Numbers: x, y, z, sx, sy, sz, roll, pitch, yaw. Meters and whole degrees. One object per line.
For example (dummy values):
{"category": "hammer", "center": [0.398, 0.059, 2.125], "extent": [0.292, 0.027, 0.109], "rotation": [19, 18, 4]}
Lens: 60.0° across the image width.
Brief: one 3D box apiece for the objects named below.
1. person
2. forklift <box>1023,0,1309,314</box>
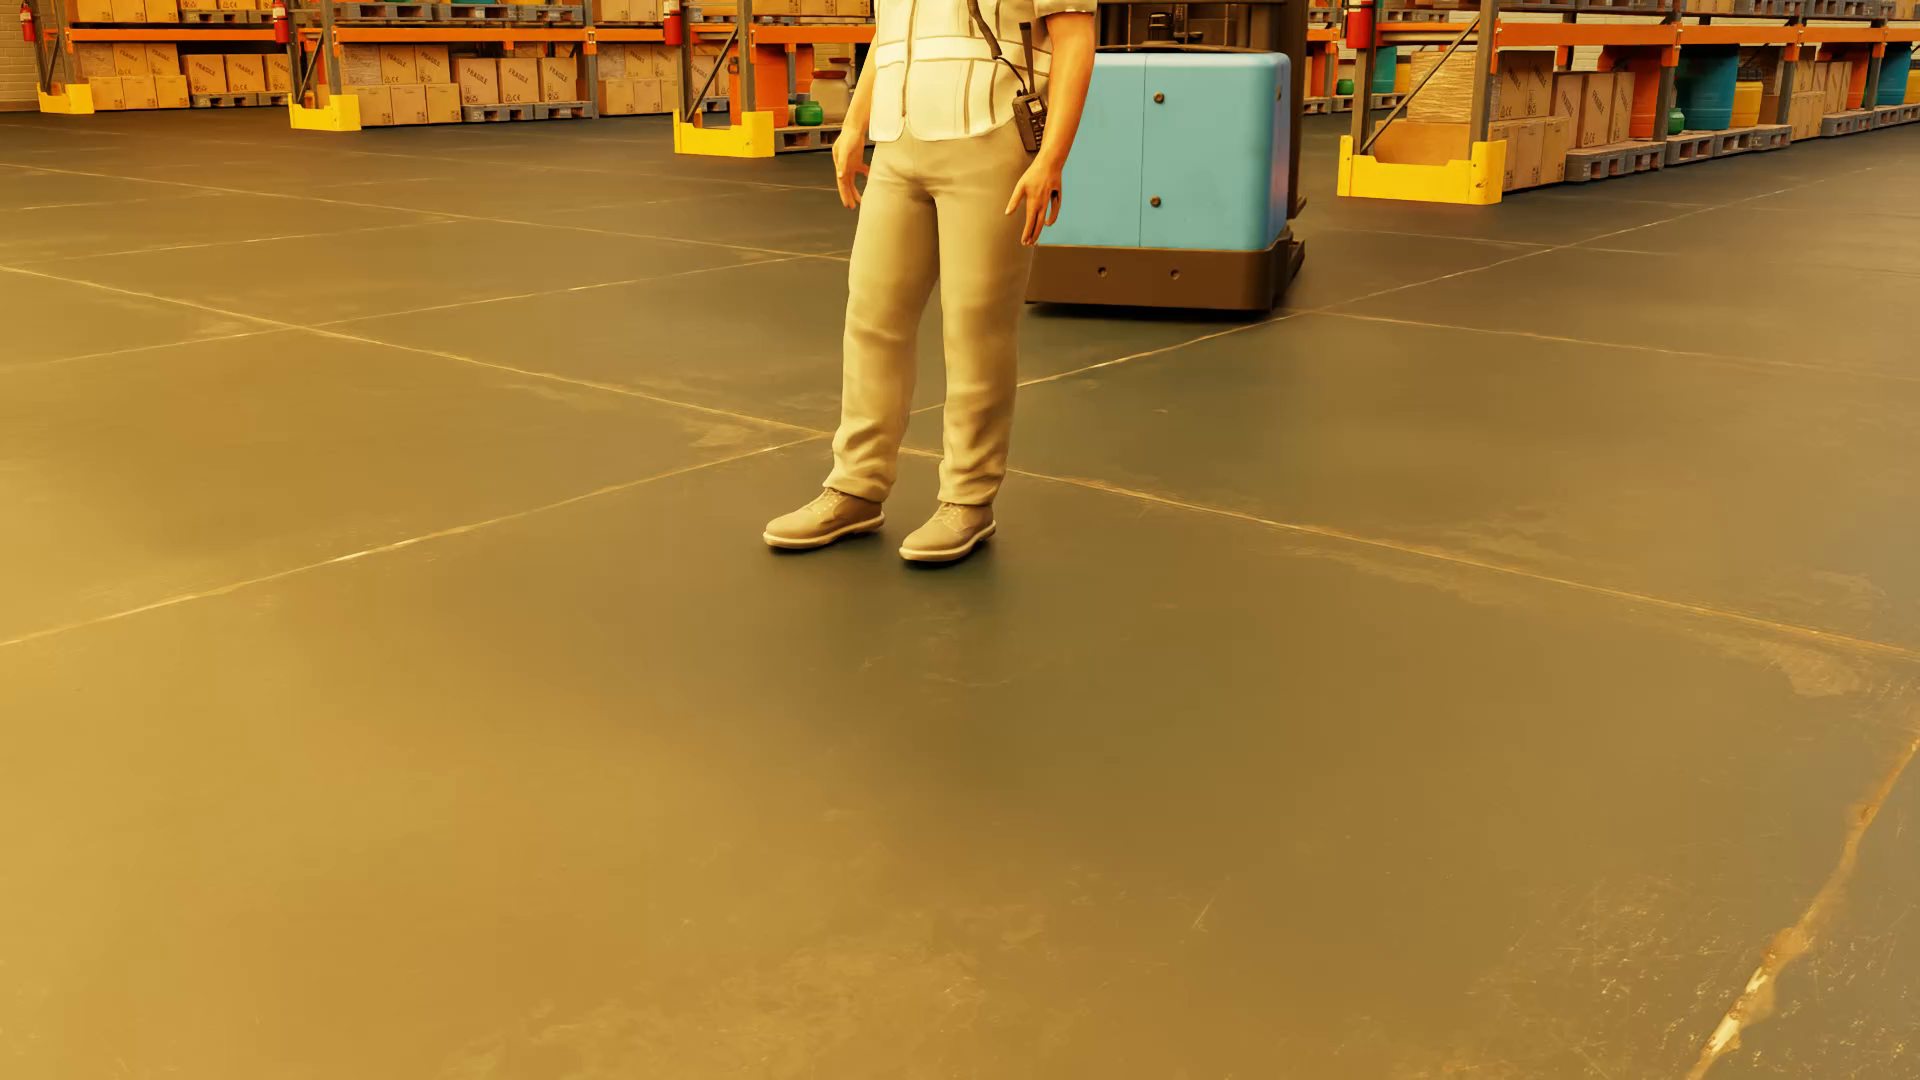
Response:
{"category": "person", "center": [-0.059, -0.844, 3.631], "extent": [0.640, 1.781, 0.575], "rotation": [13, 21, 37]}
{"category": "forklift", "center": [1.127, -2.727, 7.877], "extent": [1.130, 2.935, 3.031], "rotation": [4, 17, 14]}
